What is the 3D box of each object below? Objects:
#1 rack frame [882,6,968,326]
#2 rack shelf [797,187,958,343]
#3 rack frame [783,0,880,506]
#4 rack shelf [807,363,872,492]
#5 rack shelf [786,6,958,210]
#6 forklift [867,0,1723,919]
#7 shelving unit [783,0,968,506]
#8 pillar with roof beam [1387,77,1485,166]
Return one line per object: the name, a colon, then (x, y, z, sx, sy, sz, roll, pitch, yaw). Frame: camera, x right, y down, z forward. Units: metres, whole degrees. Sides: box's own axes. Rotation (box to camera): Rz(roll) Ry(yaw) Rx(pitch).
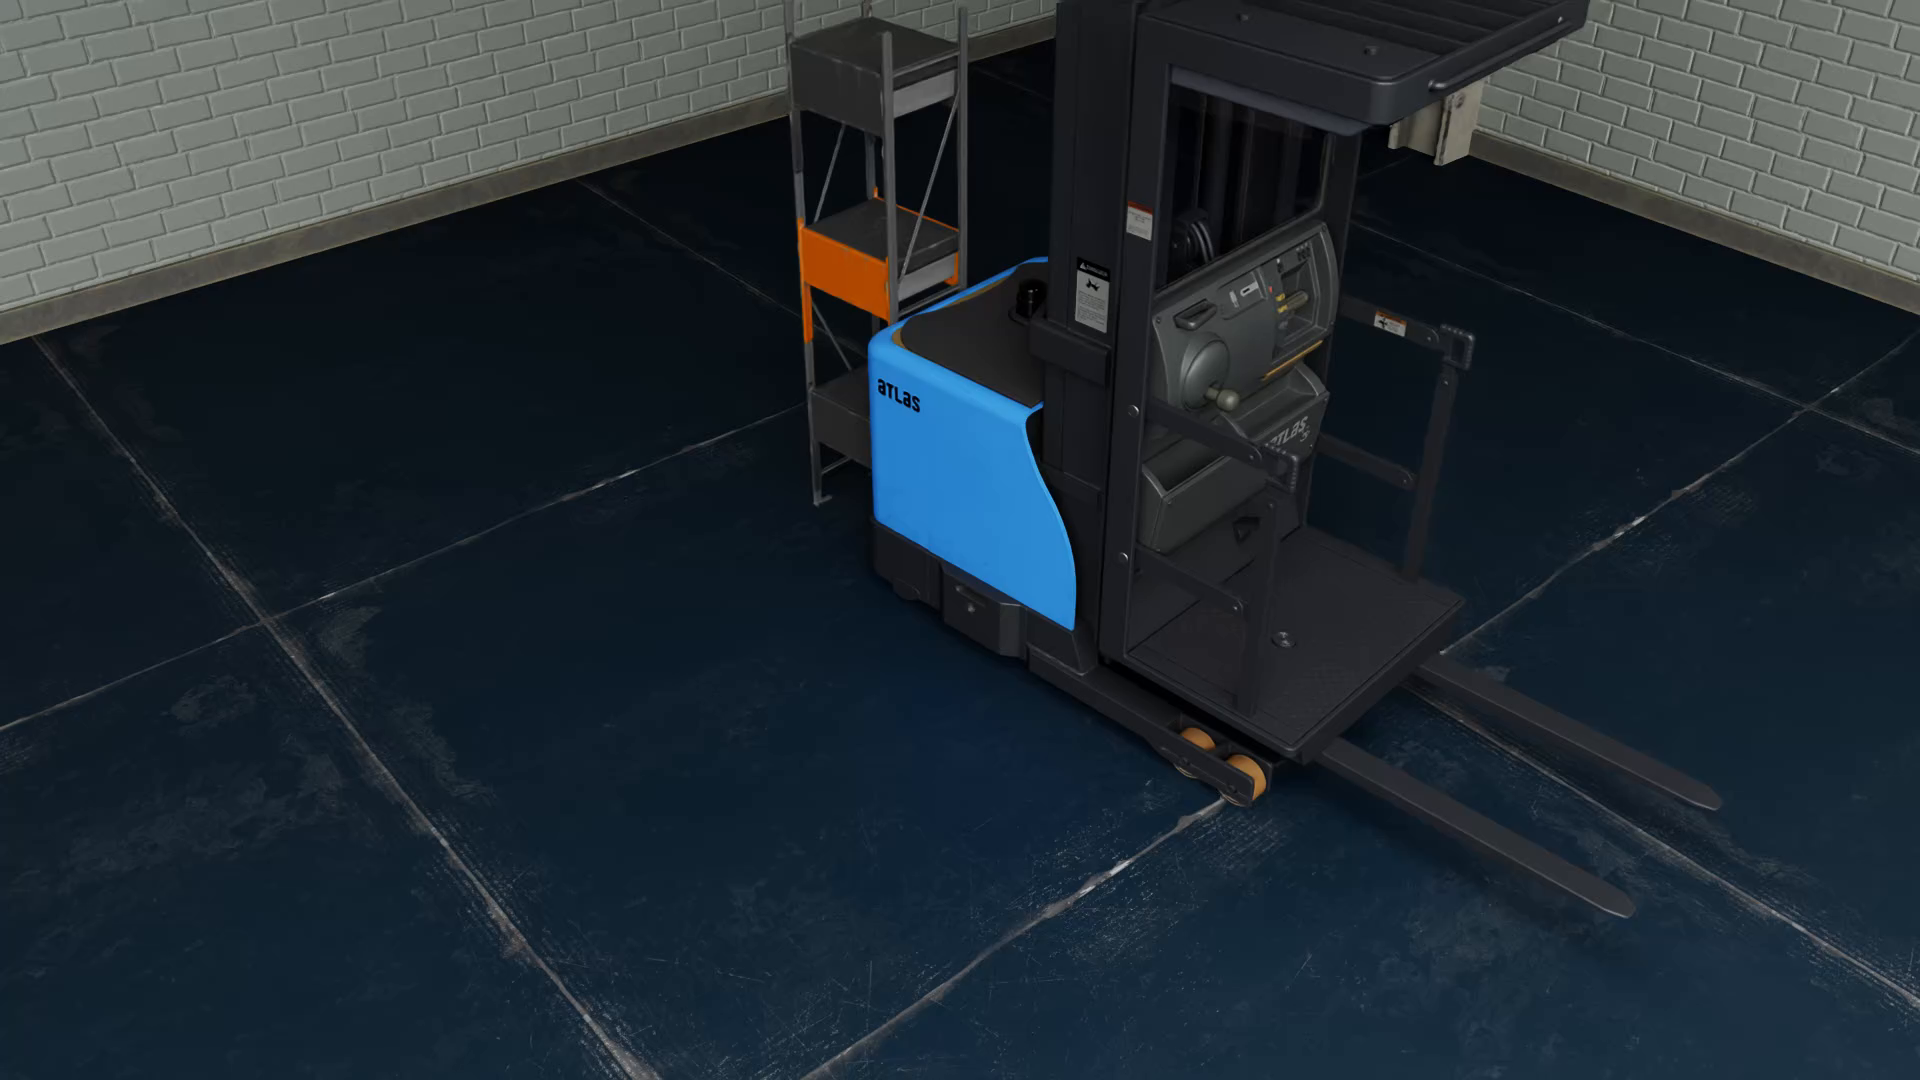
rack frame: (-0.115, -0.890, 6.189, 0.015, 2.100, 0.400, 29, 44, 34)
rack shelf: (-0.292, -0.976, 6.335, 0.480, 0.518, 0.431, 29, 44, 34)
rack frame: (-0.469, -1.084, 6.464, 0.015, 2.100, 0.400, 29, 44, 34)
rack shelf: (-0.292, -0.404, 6.739, 0.480, 0.518, 0.431, 29, 44, 34)
rack shelf: (-0.292, -1.547, 5.930, 0.480, 0.518, 0.431, 29, 44, 34)
forklift: (1.068, -0.660, 5.145, 3.031, 2.935, 1.130, 29, 44, 34)
shelving unit: (-0.292, -0.987, 6.327, 0.503, 2.100, 0.431, 29, 44, 34)
pillar with roof beam: (-0.442, -4.436, 5.227, 9.100, 9.000, 0.400, -26, 43, -32)
